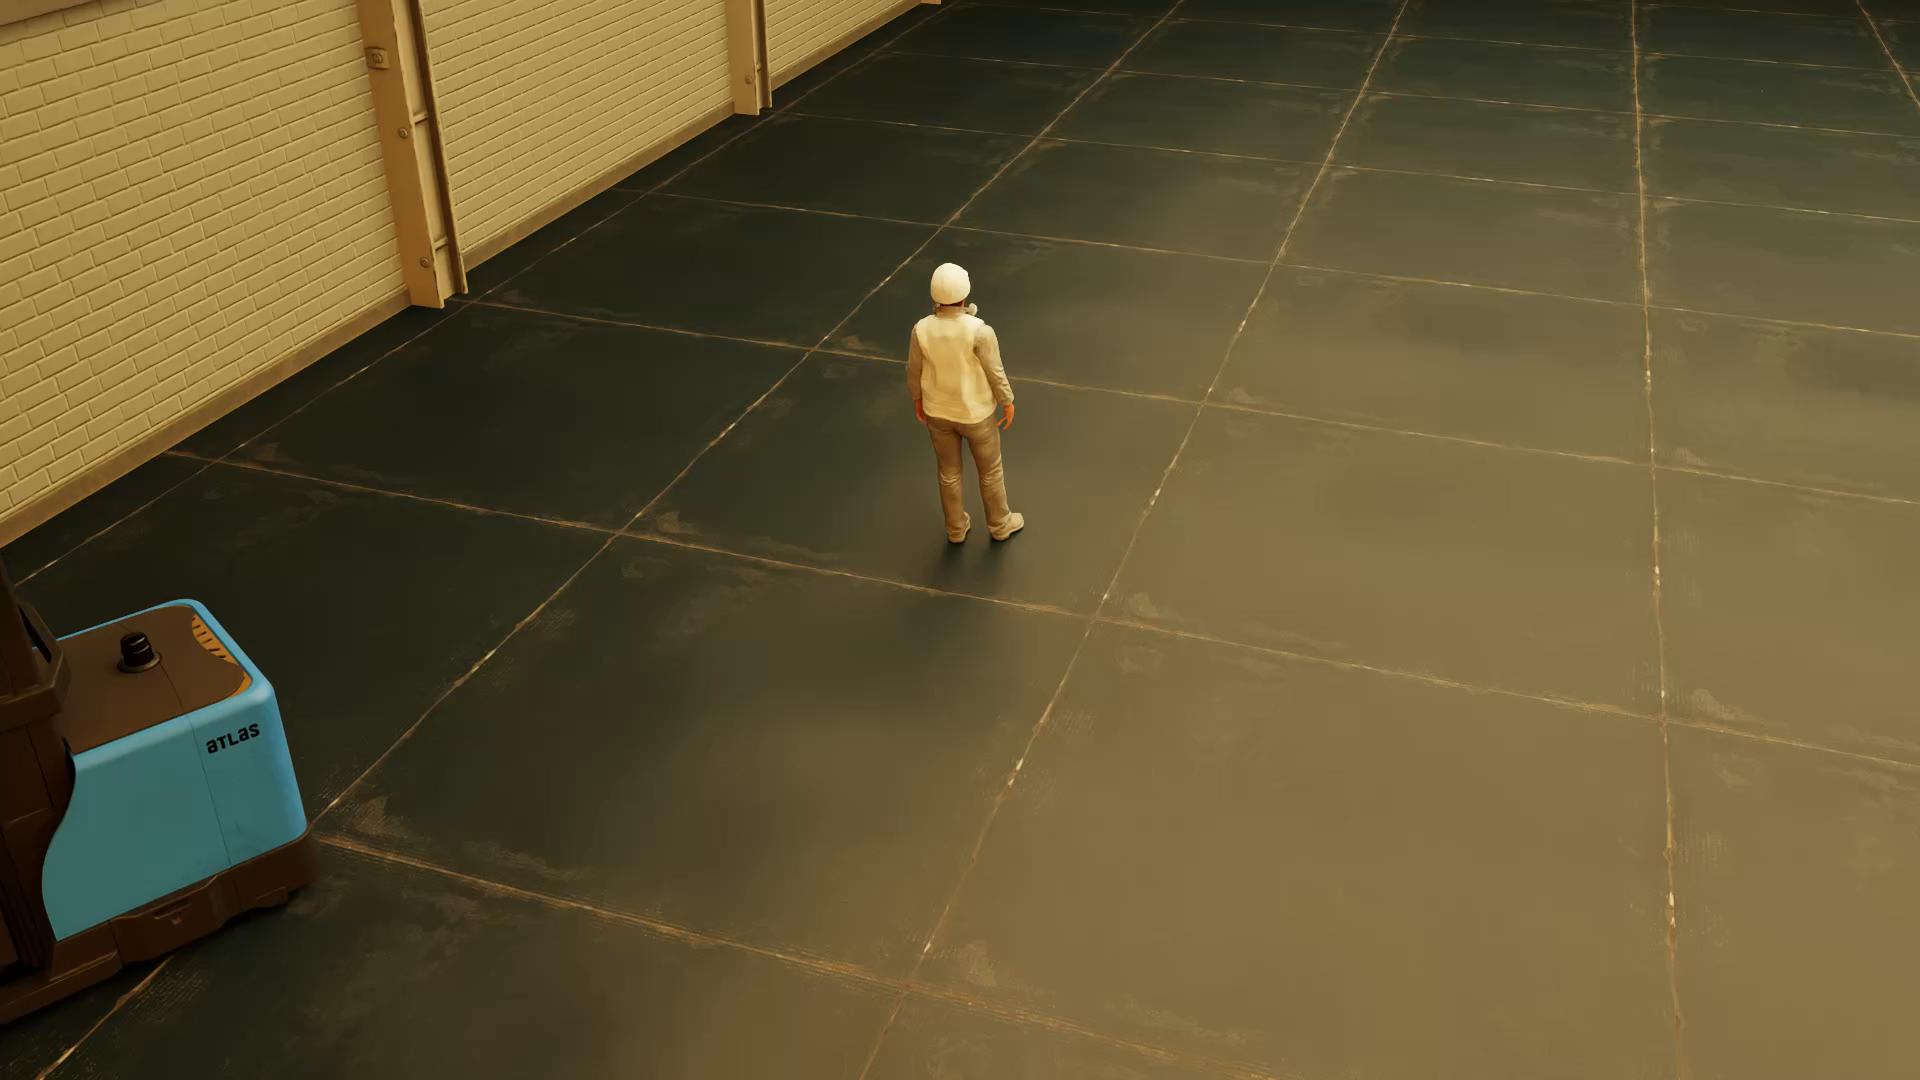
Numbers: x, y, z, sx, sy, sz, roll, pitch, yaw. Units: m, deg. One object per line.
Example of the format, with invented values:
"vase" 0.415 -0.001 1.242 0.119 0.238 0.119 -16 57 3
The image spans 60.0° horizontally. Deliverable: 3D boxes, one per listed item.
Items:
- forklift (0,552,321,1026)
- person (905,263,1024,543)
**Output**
"forklift" -4.287 0.556 6.161 3.031 2.935 1.130 -23 37 -34
"person" 0.028 -0.805 9.701 0.632 1.773 0.568 10 31 16
